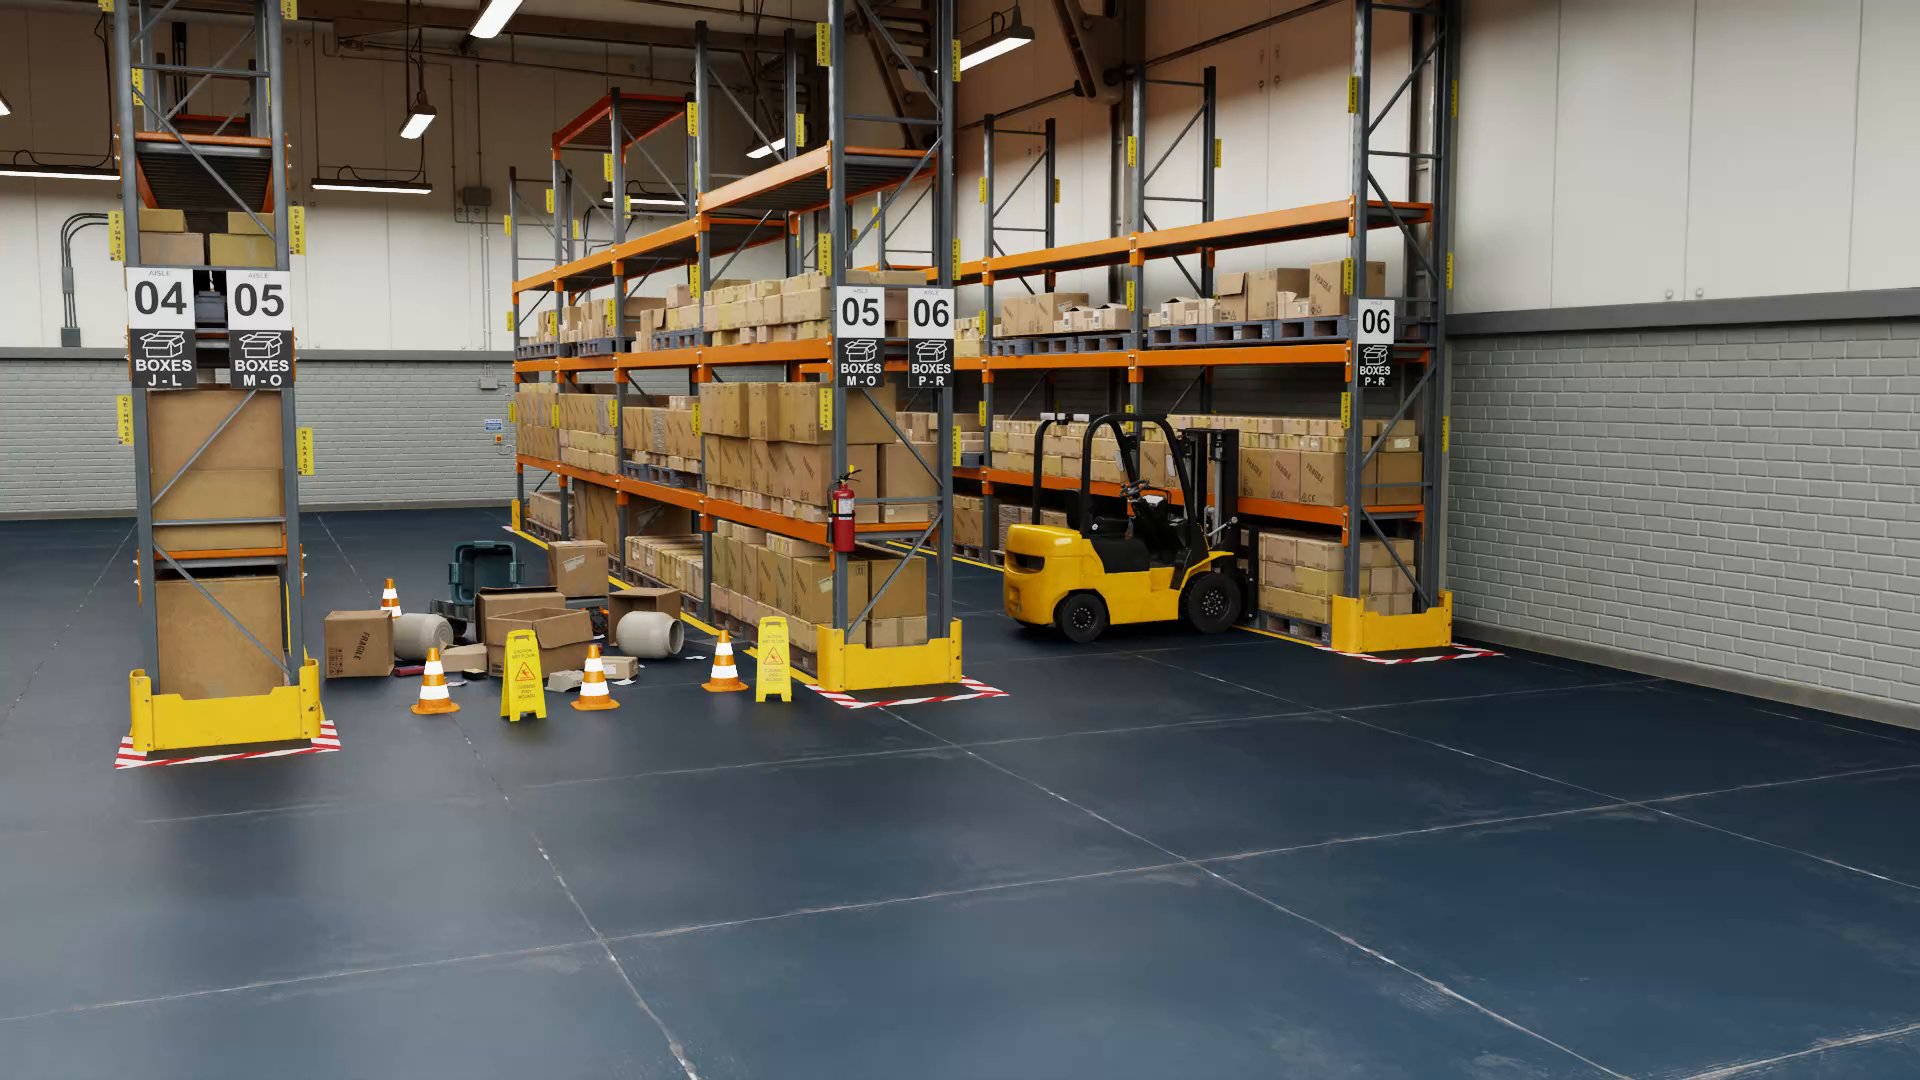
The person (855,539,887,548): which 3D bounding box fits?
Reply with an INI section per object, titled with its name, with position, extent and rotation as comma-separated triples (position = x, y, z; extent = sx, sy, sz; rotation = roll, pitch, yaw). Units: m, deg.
[person]
position = -1.008, -0.144, 18.143
extent = 0.570, 1.772, 0.456
rotation = -3, 6, -26
